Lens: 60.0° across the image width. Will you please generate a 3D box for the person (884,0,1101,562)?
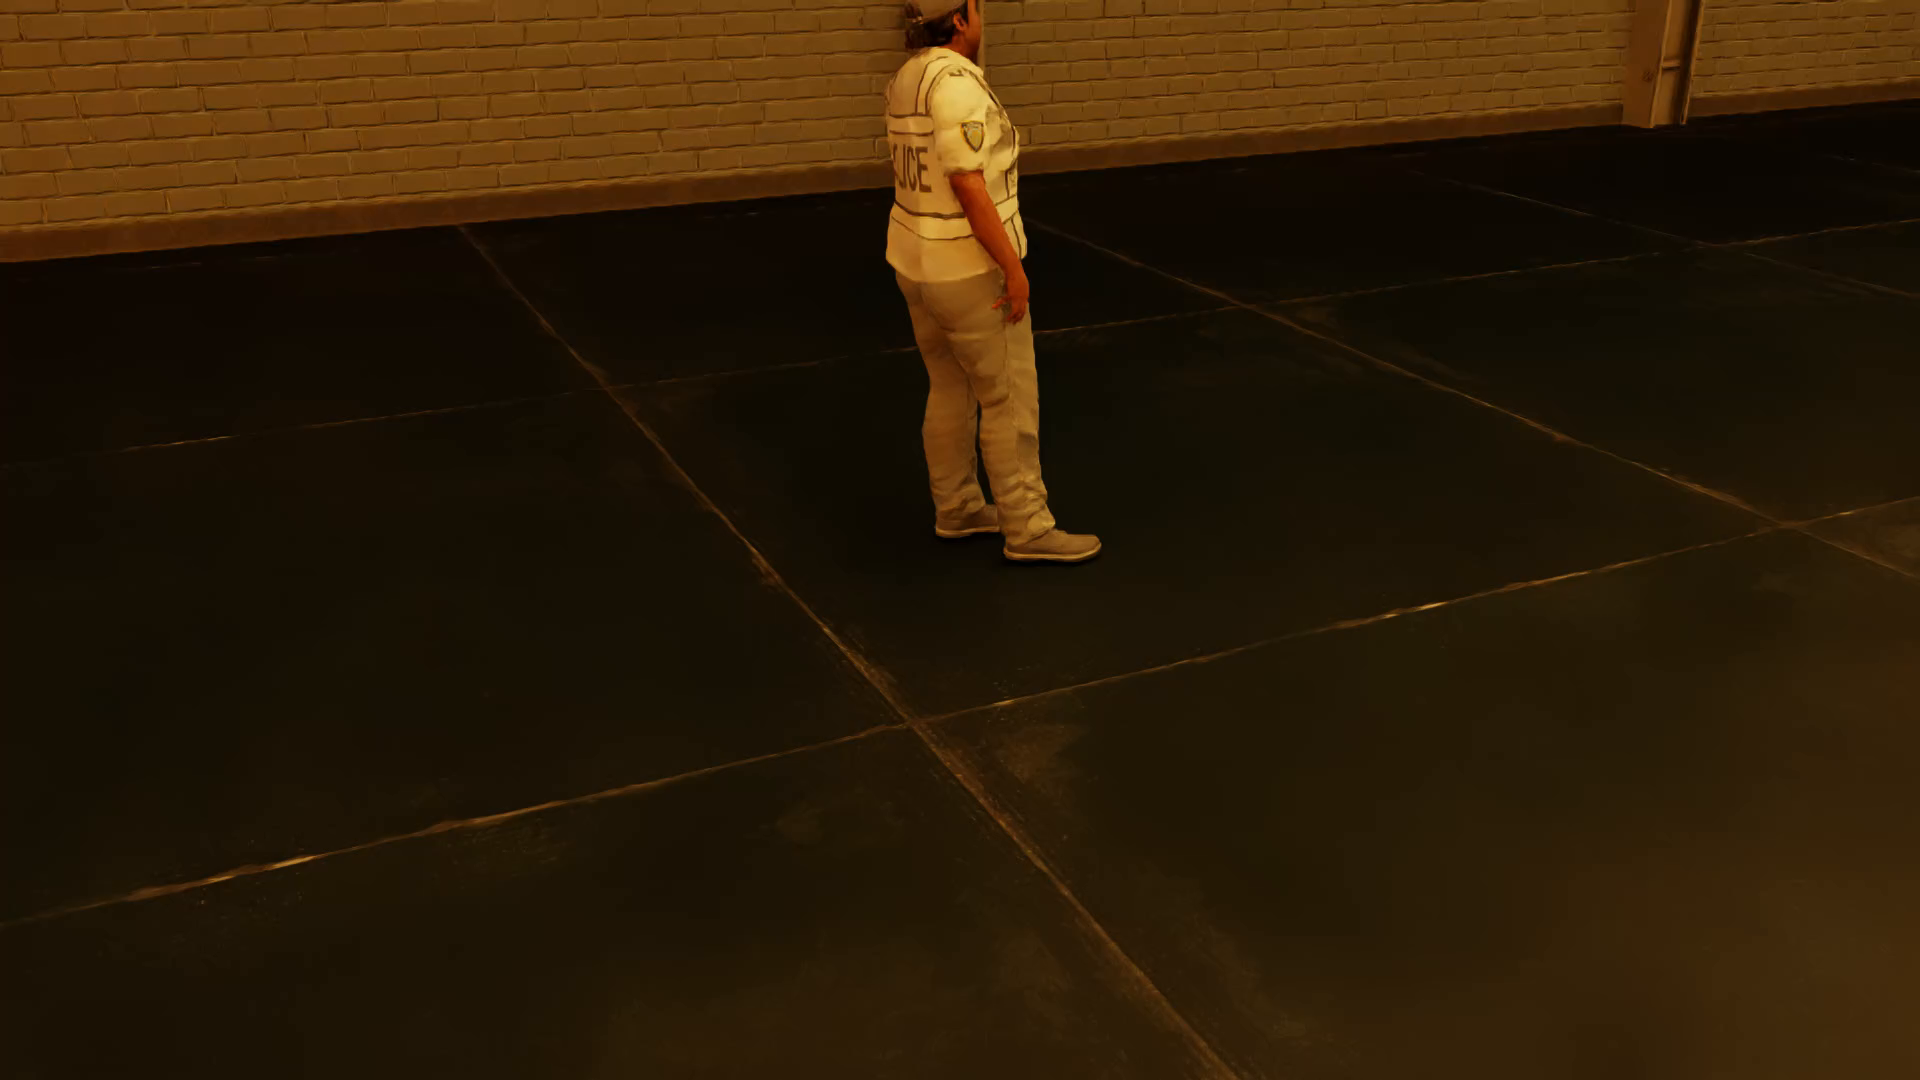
[{"bbox_3d":[0.079,-0.781,4.795,0.529,1.669,0.598,-10,25,-23],"label":"person"}]
